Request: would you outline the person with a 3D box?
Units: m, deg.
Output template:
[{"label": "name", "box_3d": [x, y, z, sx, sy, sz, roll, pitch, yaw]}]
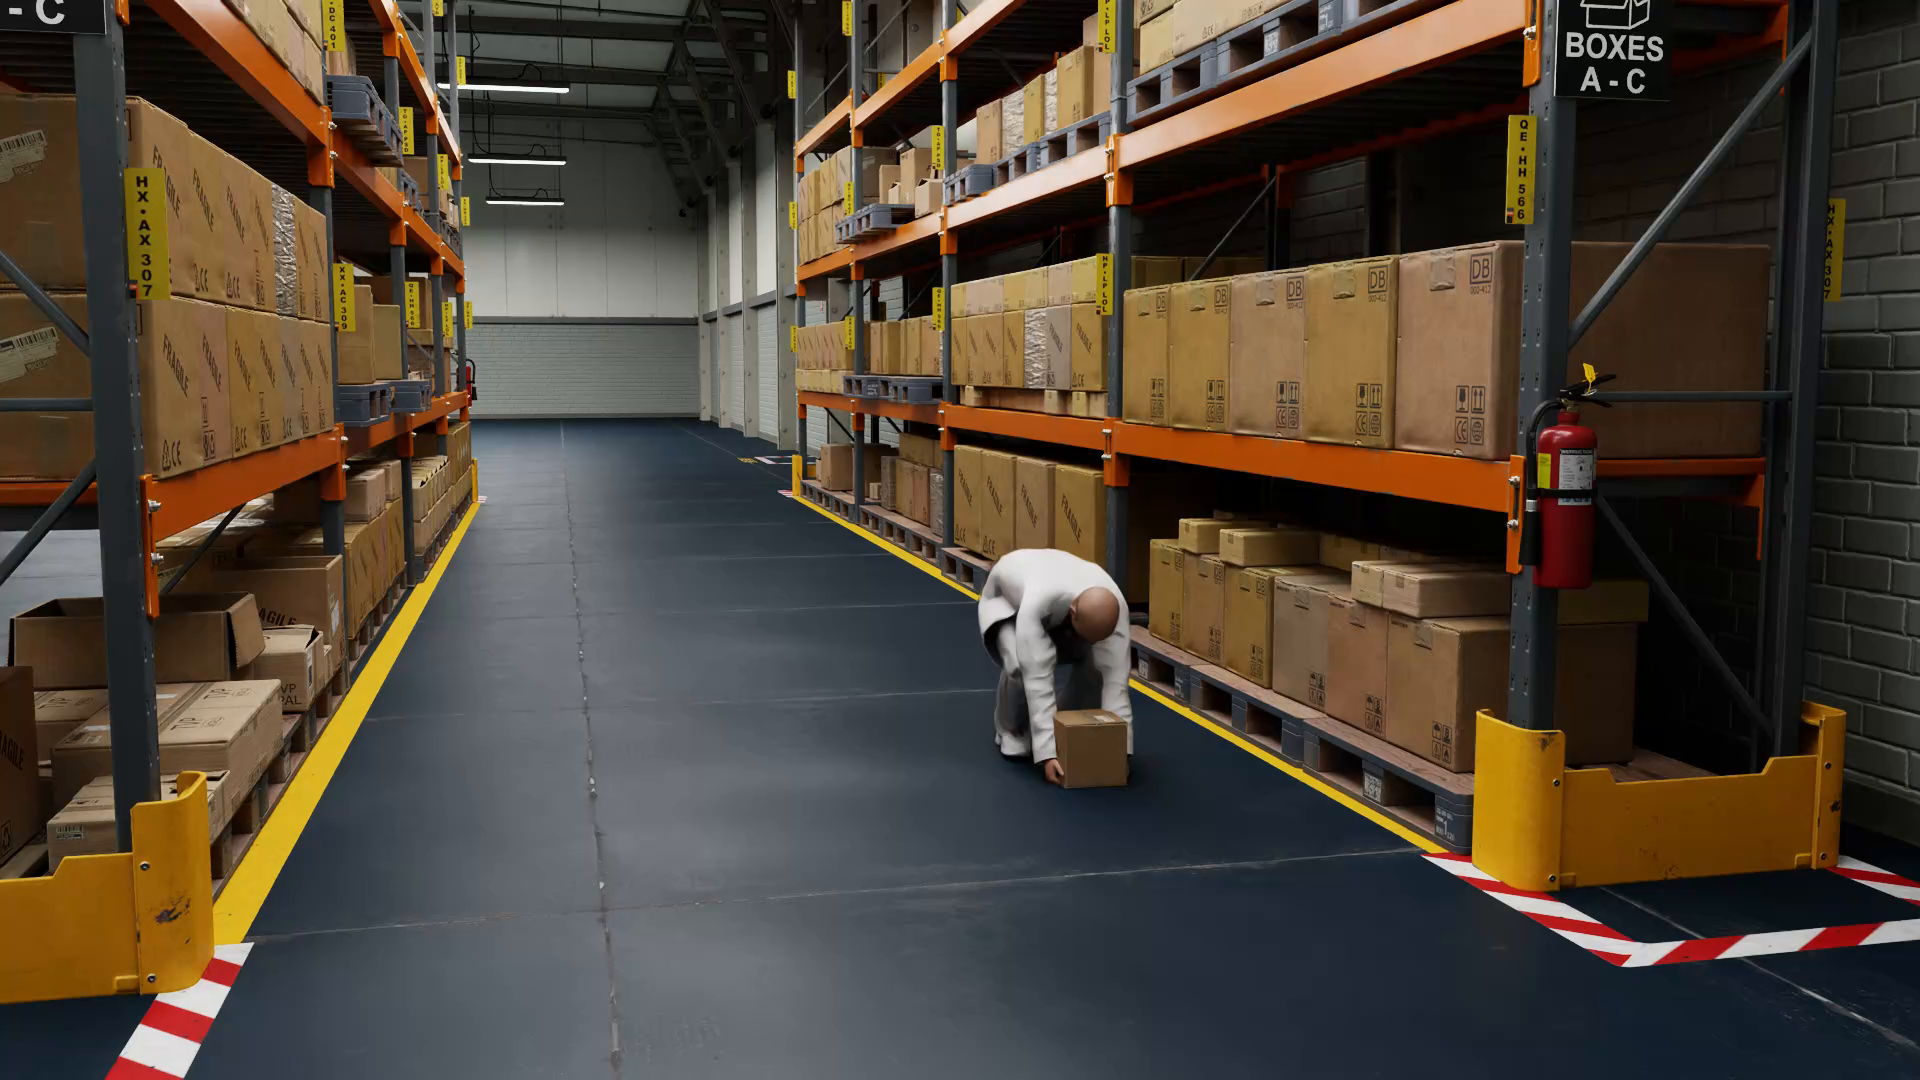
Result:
[{"label": "person", "box_3d": [0.393, 0.485, 6.778, 0.581, 0.874, 0.955, -2, 6, -17]}]
